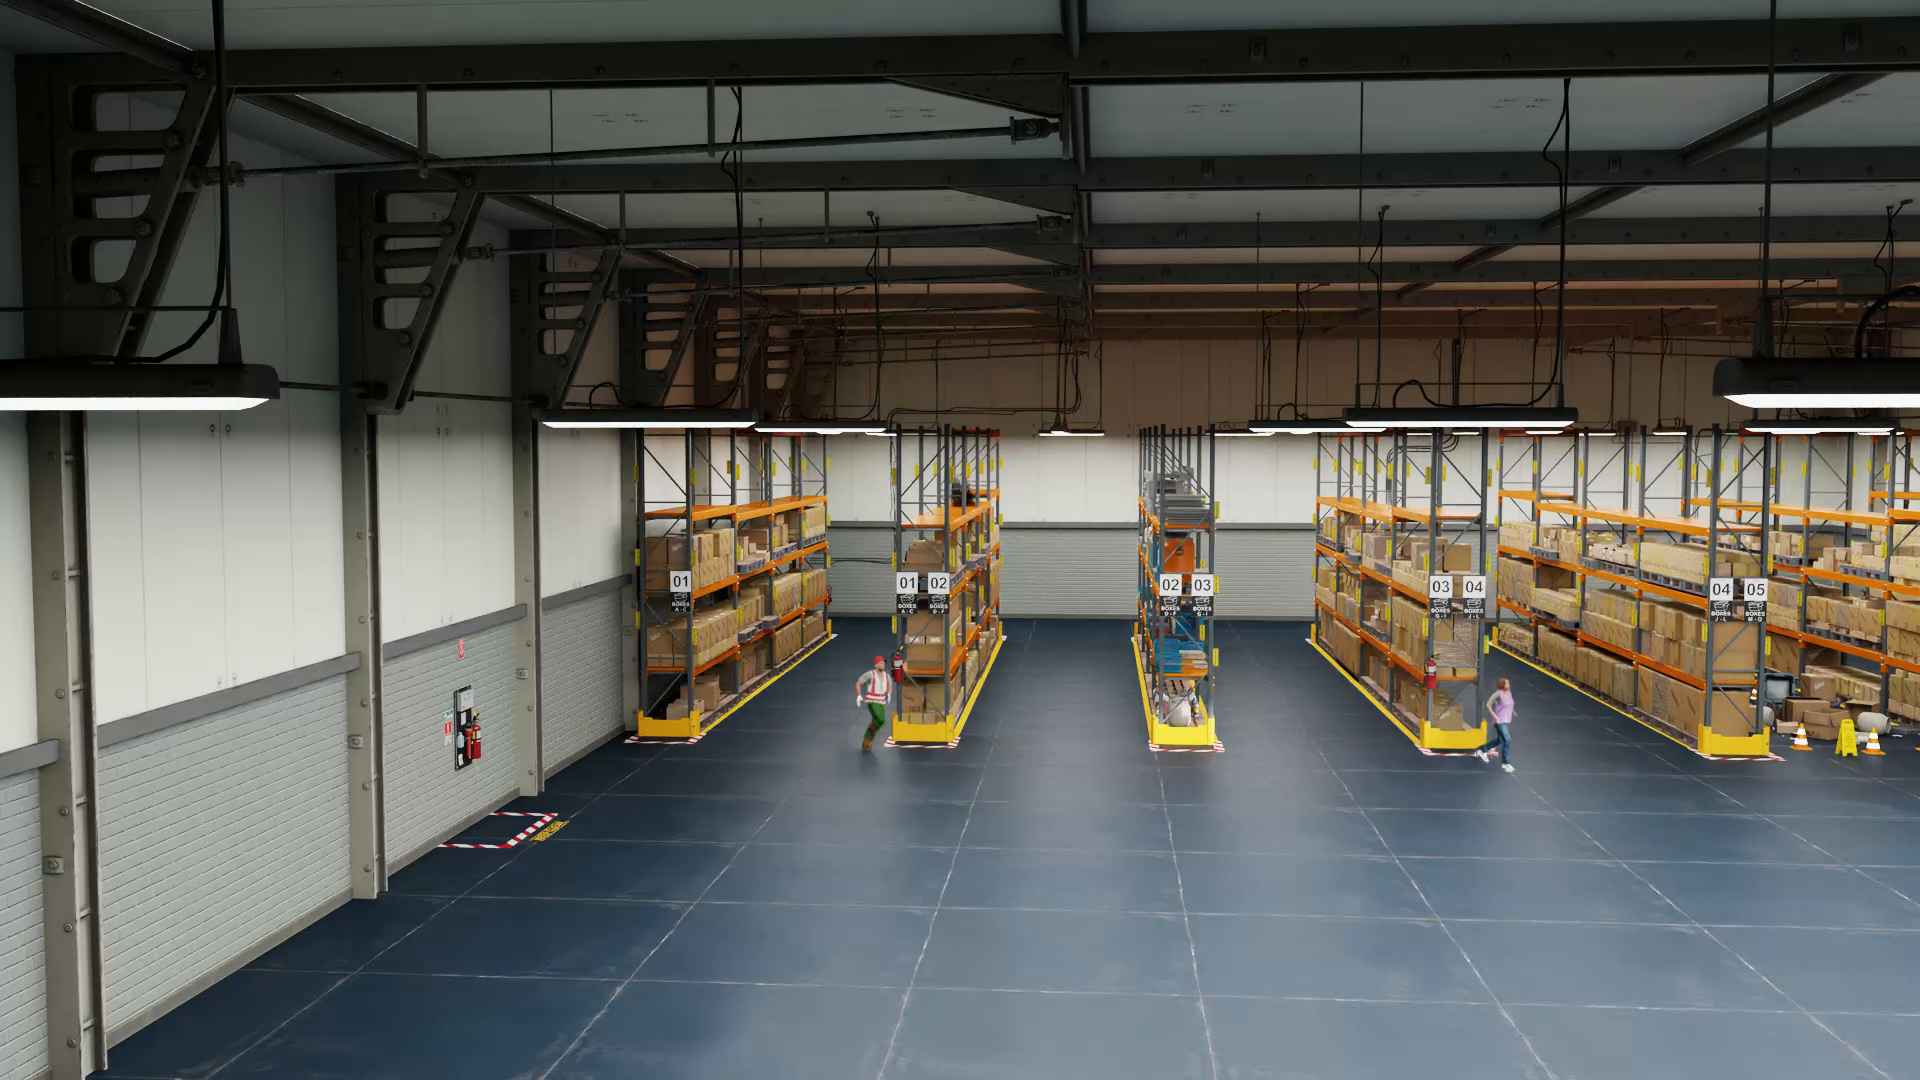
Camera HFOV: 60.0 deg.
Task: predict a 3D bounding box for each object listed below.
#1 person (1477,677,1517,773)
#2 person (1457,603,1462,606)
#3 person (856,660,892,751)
[{"bbox_3d":[9.317,3.170,28.809,0.525,1.619,0.763,-3,5,-41],"label":"person"},{"bbox_3d":[13.994,2.024,46.997,0.860,1.772,0.833,-3,4,-39],"label":"person"},{"bbox_3d":[-1.485,3.020,30.475,0.663,1.669,0.612,-3,4,-39],"label":"person"}]
